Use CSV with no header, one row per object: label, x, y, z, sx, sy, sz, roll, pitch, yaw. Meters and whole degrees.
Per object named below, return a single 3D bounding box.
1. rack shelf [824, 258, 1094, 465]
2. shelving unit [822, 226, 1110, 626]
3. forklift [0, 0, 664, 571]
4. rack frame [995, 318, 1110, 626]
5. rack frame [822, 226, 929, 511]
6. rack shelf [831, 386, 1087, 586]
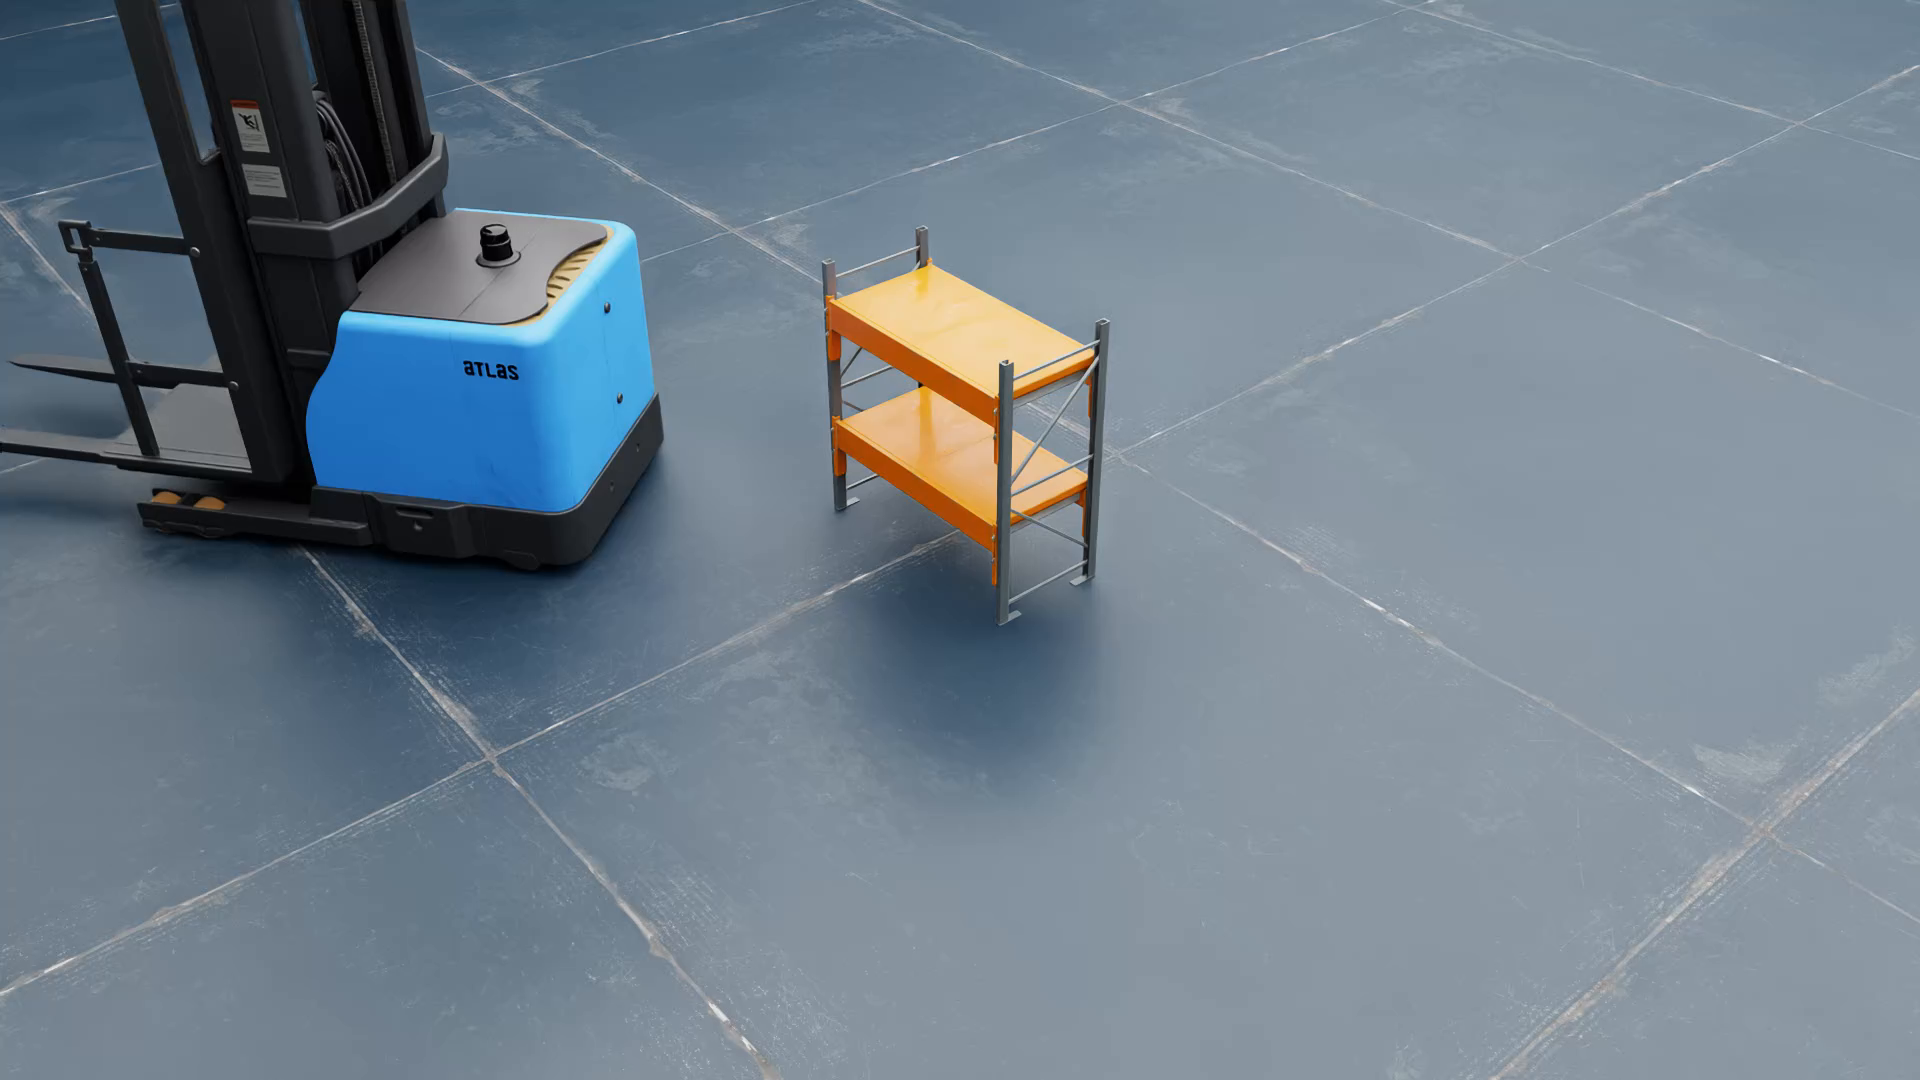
rack shelf,0.004,-0.695,6.252,0.538,0.278,1.000,-26,43,-32
shelving unit,0.004,-0.456,6.421,0.538,1.125,1.048,-26,43,-32
forklift,-2.859,-1.495,6.325,3.031,2.935,1.130,7,36,9
rack frame,0.332,-0.232,6.104,0.500,1.125,0.032,-26,43,-32
rack frame,-0.324,-0.680,6.738,0.500,1.125,0.032,-26,43,-32
rack shelf,0.004,-0.257,6.562,0.538,0.278,1.000,-26,43,-32
